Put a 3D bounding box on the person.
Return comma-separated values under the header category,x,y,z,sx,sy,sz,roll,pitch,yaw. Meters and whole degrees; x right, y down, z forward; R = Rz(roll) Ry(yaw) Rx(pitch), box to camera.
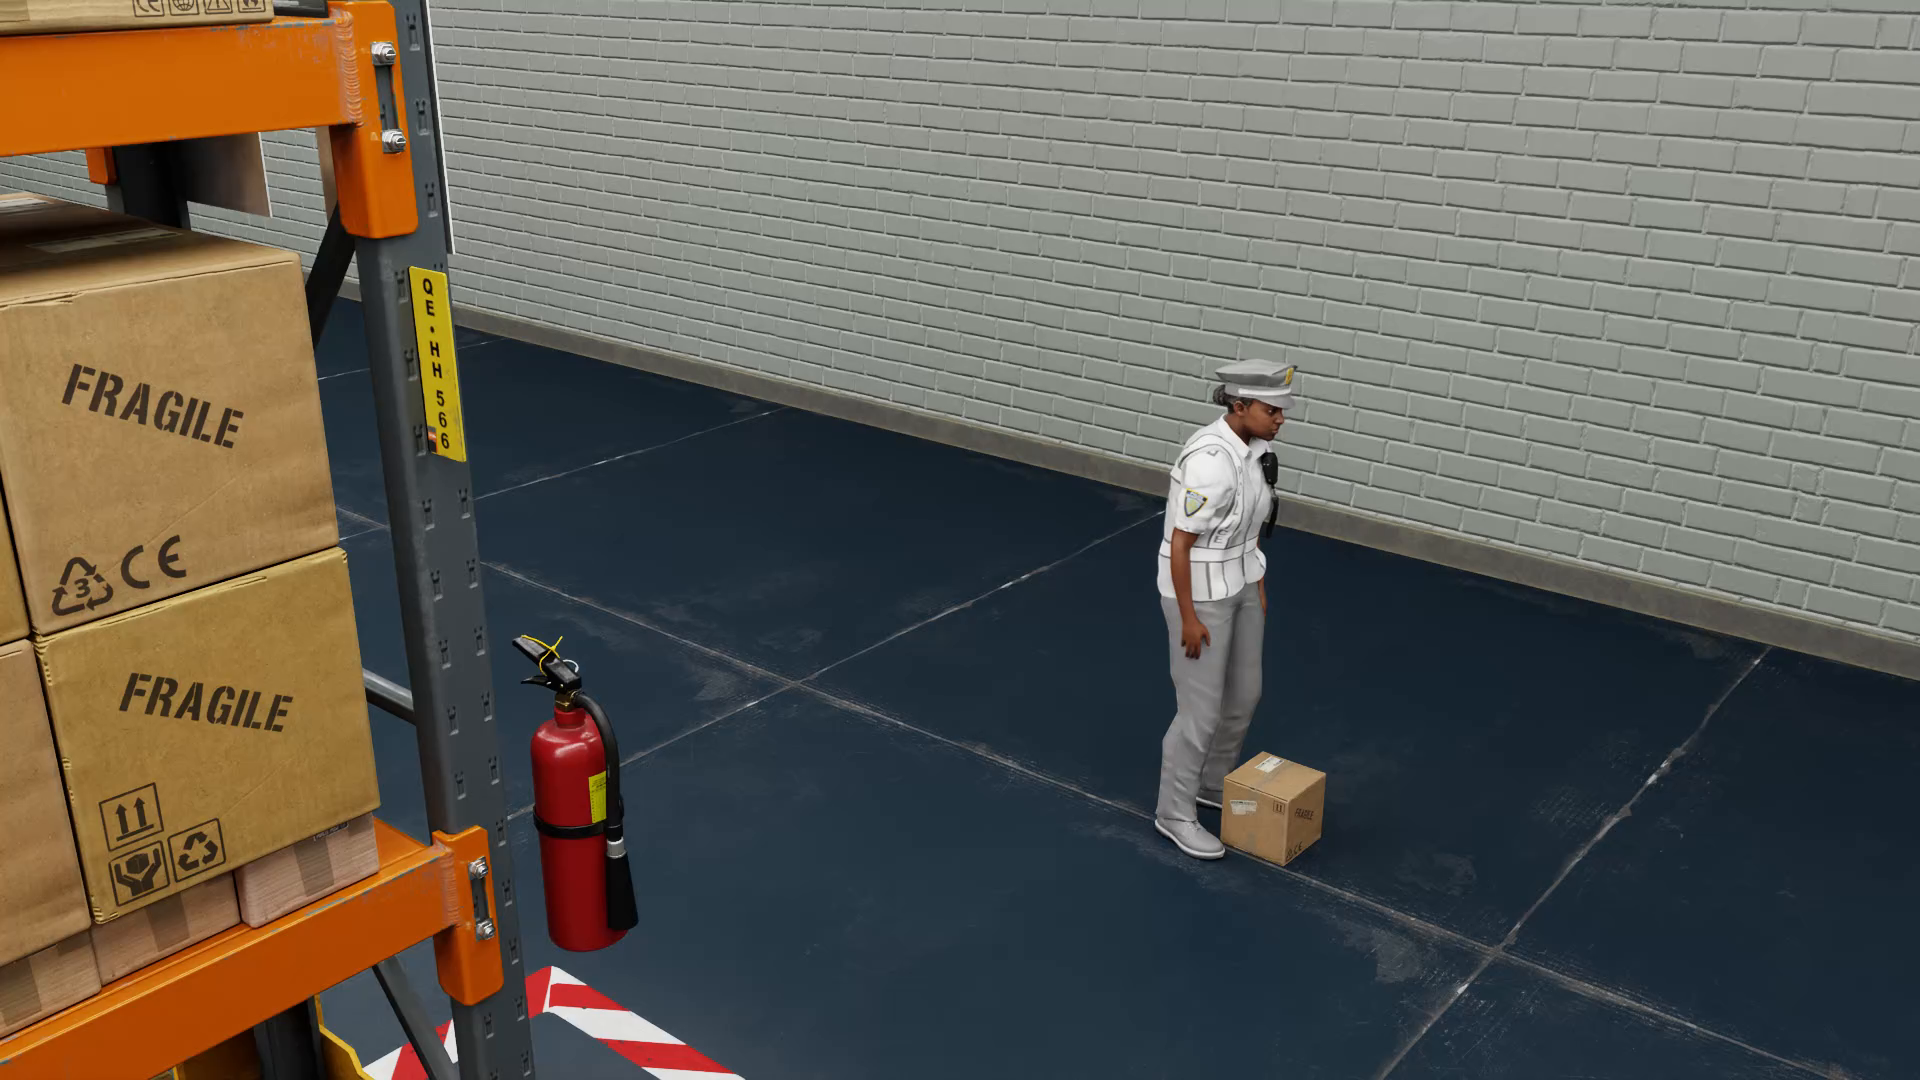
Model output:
category,x,y,z,sx,sy,sz,roll,pitch,yaw
person,0.868,0.204,5.531,0.397,1.656,0.503,16,26,36
